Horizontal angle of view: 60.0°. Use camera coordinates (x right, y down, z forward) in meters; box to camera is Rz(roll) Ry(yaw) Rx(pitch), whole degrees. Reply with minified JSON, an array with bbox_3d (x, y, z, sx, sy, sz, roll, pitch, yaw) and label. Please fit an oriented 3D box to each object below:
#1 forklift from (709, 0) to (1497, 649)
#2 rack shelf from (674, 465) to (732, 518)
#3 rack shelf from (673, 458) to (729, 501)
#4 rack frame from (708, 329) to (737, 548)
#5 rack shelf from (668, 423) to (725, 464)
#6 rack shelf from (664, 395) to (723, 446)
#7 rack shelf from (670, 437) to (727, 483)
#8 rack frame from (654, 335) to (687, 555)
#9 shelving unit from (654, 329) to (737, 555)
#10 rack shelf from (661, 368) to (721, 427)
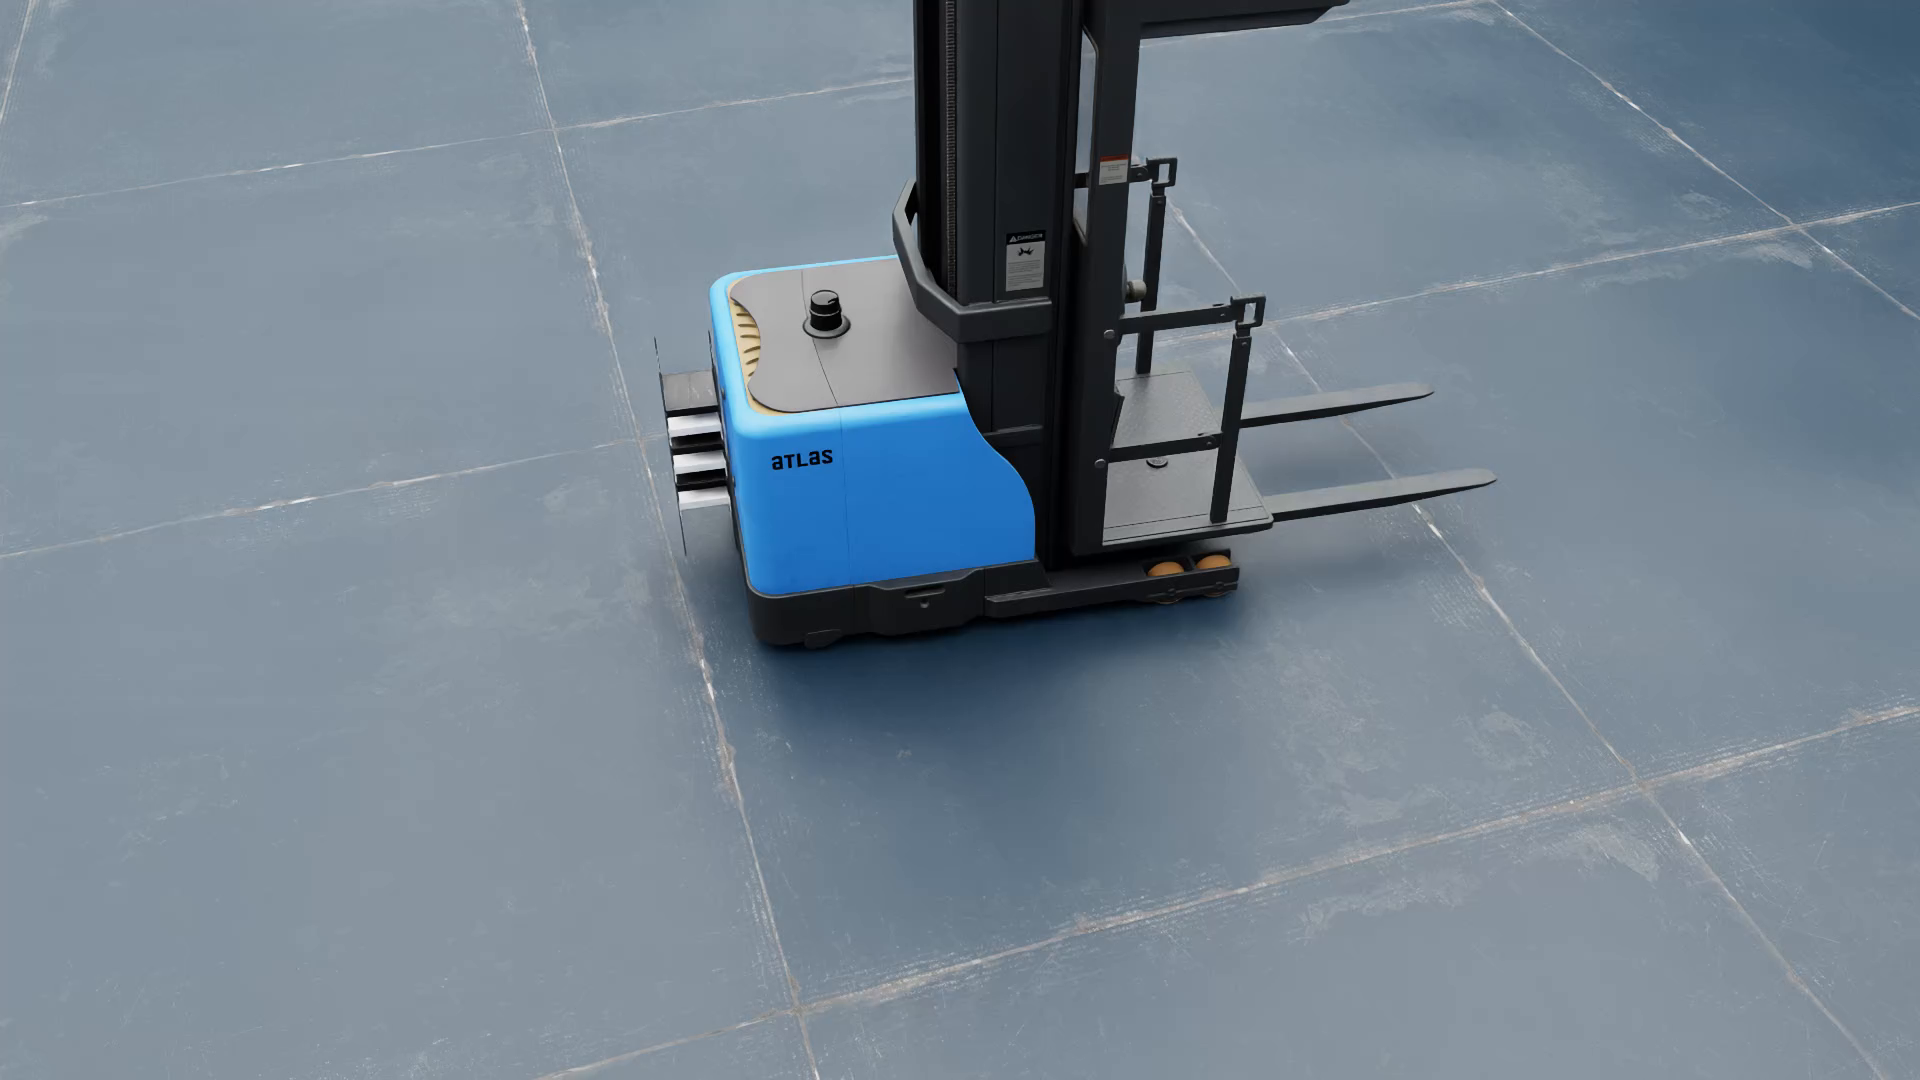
[{"bbox_3d":[0.614,-1.189,5.883,3.031,2.935,1.130,-8,42,-9],"label":"forklift"},{"bbox_3d":[-1.027,-0.208,6.628,0.200,0.077,0.258,-8,42,-9],"label":"rack shelf"},{"bbox_3d":[-1.027,-0.276,6.569,0.200,0.077,0.258,-8,42,-9],"label":"rack shelf"},{"bbox_3d":[-0.927,-0.382,6.504,0.006,0.900,0.240,-8,42,-9],"label":"rack frame"},{"bbox_3d":[-1.027,-0.411,6.450,0.200,0.077,0.258,-8,42,-9],"label":"rack shelf"},{"bbox_3d":[-1.027,-0.479,6.391,0.200,0.077,0.258,-8,42,-9],"label":"rack shelf"},{"bbox_3d":[-1.027,-0.343,6.510,0.200,0.077,0.258,-8,42,-9],"label":"rack shelf"},{"bbox_3d":[-1.126,-0.355,6.472,0.006,0.900,0.240,-8,42,-9],"label":"rack frame"},{"bbox_3d":[-1.027,-0.368,6.488,0.210,0.900,0.258,-8,42,-9],"label":"shelving unit"},{"bbox_3d":[-1.027,-0.547,6.332,0.200,0.077,0.258,-8,42,-9],"label":"rack shelf"}]
